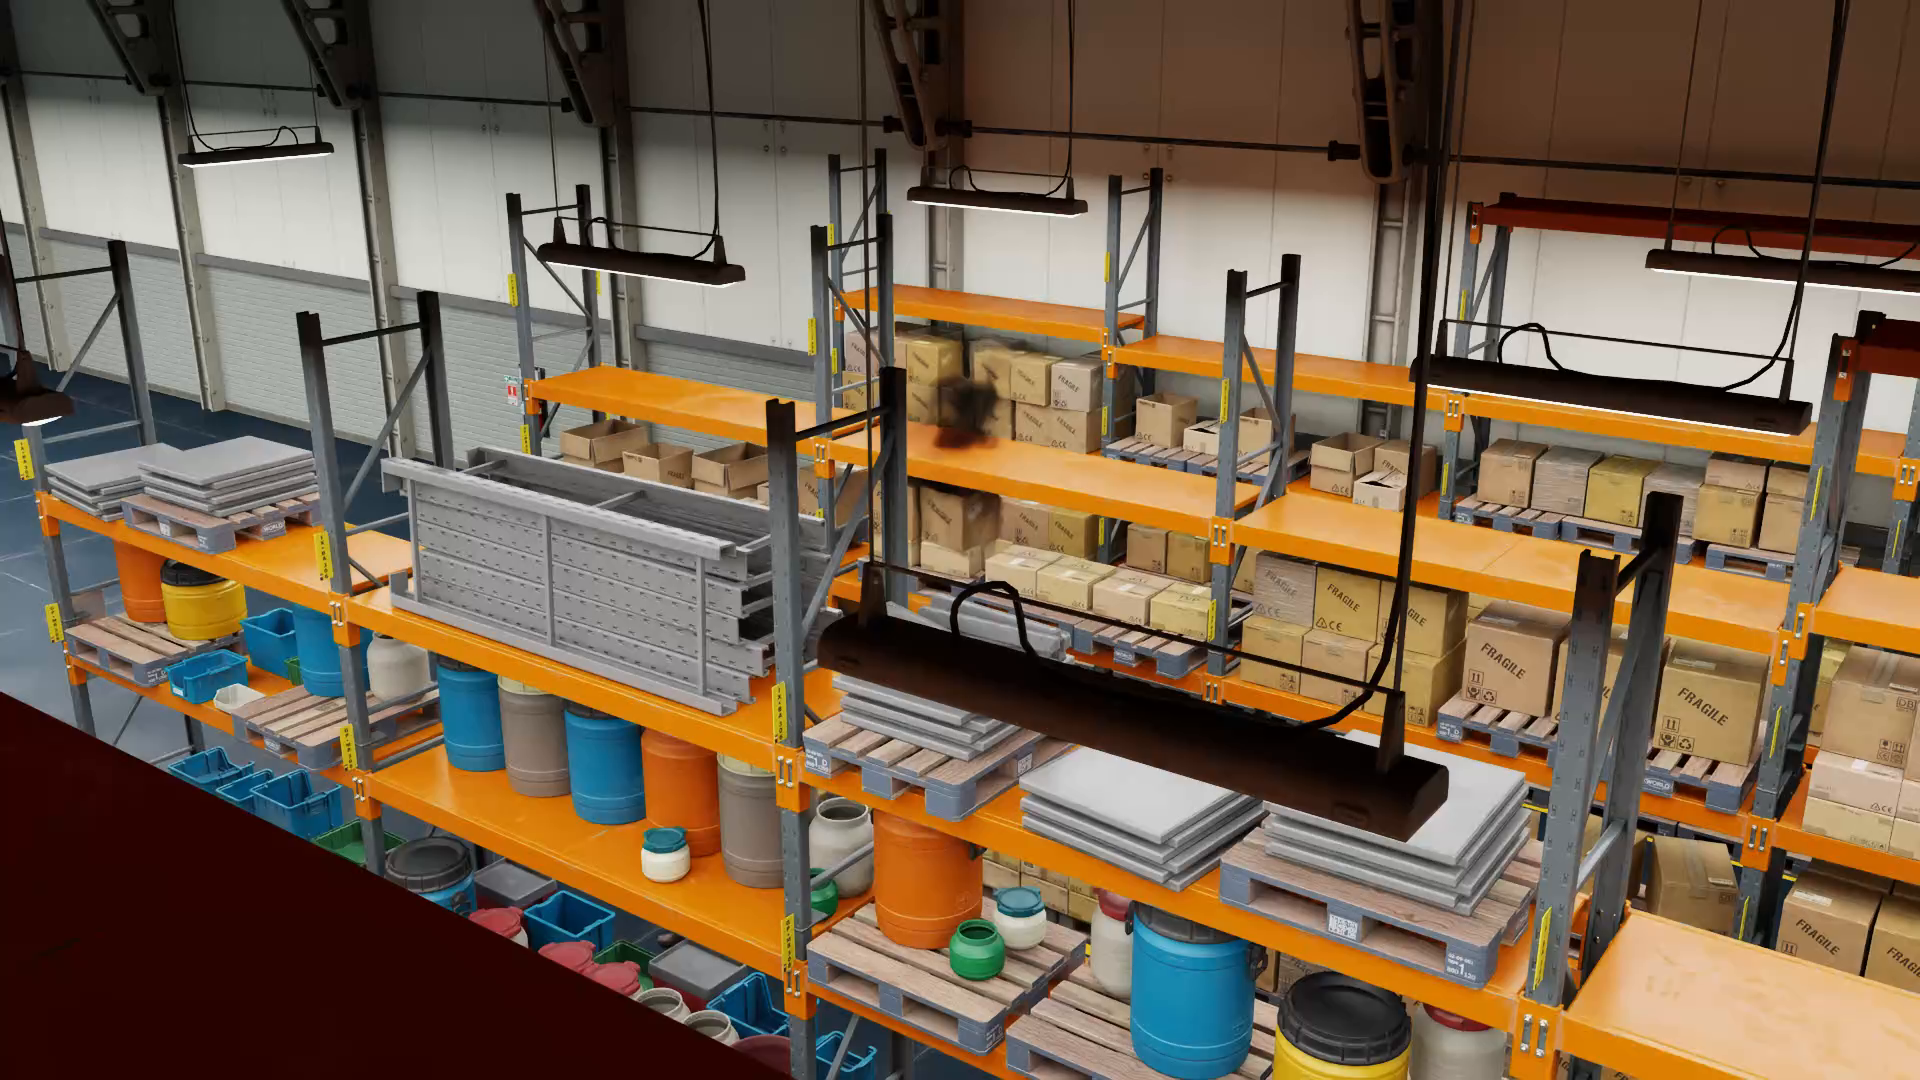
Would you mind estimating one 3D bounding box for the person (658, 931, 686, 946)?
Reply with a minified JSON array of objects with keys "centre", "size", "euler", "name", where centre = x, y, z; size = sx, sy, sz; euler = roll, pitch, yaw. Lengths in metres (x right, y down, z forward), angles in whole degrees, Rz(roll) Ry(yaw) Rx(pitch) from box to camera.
[{"centre":[-2.221,2.780,14.191],"size":[0.902,1.655,0.587],"euler":[8,20,22],"name":"person"}]
